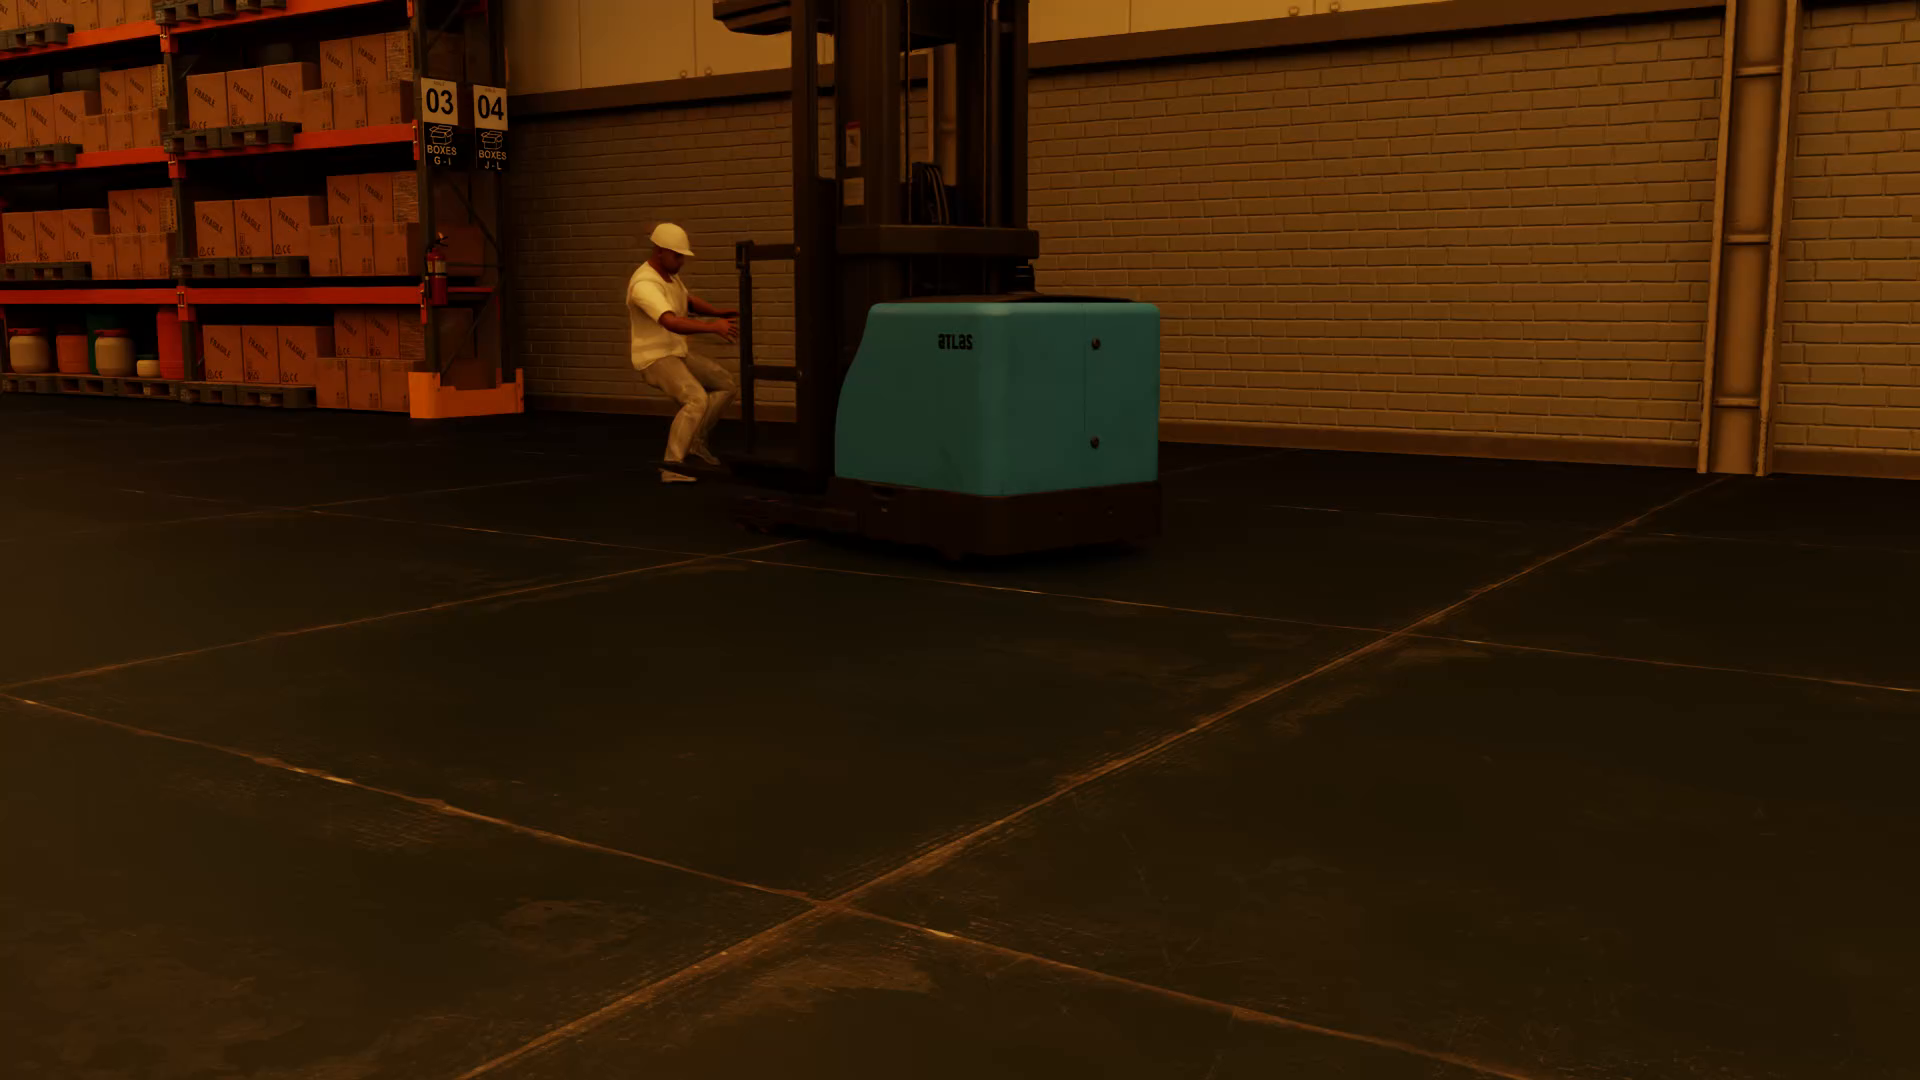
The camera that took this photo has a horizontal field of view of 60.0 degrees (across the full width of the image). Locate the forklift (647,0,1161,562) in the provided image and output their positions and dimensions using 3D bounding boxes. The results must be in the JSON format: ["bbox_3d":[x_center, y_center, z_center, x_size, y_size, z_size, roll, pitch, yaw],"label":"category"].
[{"bbox_3d":[-0.460,-1.520,7.884,1.130,2.935,3.031,-7,11,-40],"label":"forklift"}]

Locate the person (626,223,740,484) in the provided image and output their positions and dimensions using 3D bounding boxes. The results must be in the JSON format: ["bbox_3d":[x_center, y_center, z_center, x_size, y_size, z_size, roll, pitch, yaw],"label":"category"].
[{"bbox_3d":[-1.639,-1.168,10.303,0.777,1.560,0.964,1,8,8],"label":"person"}]
